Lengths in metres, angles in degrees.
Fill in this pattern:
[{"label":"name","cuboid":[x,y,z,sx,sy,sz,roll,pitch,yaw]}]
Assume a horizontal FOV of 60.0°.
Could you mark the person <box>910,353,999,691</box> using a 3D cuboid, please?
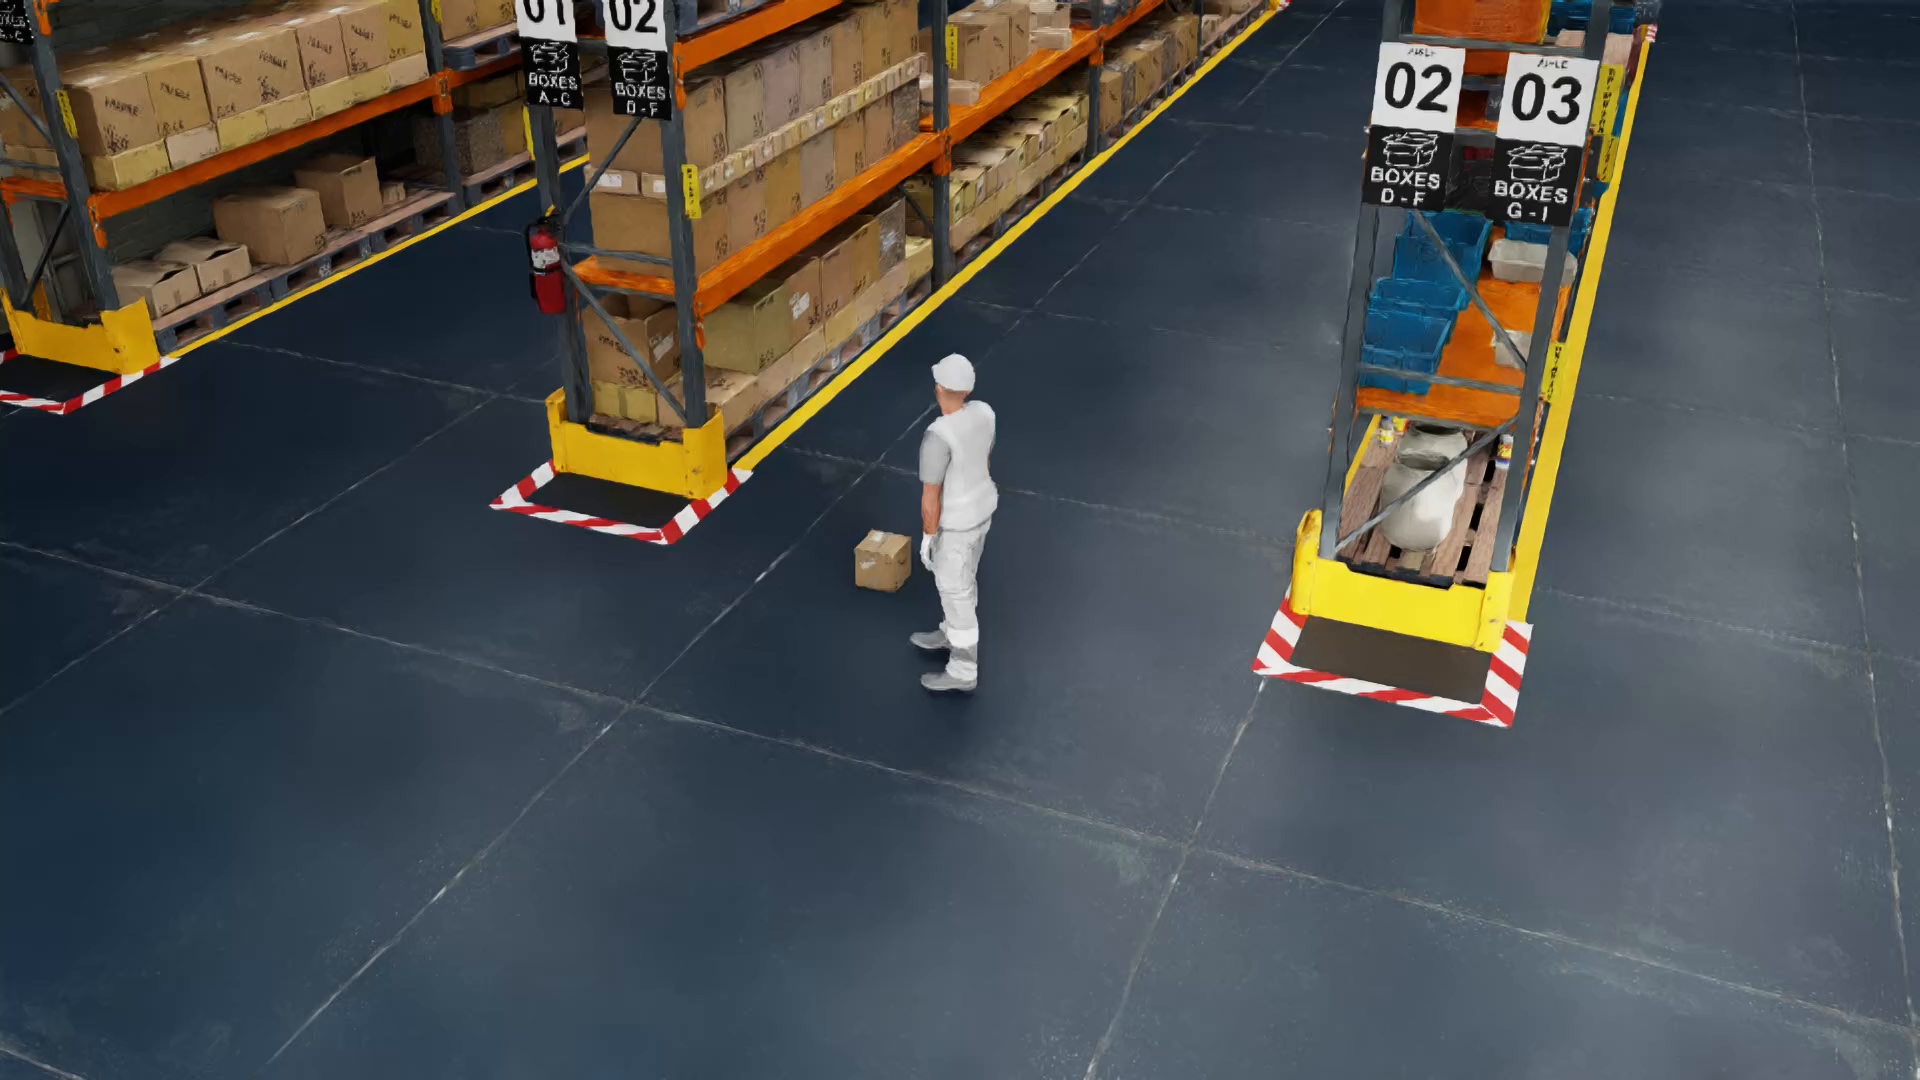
[{"label":"person","cuboid":[-0.063,-0.110,8.532,0.526,1.794,0.578,19,34,30]}]
